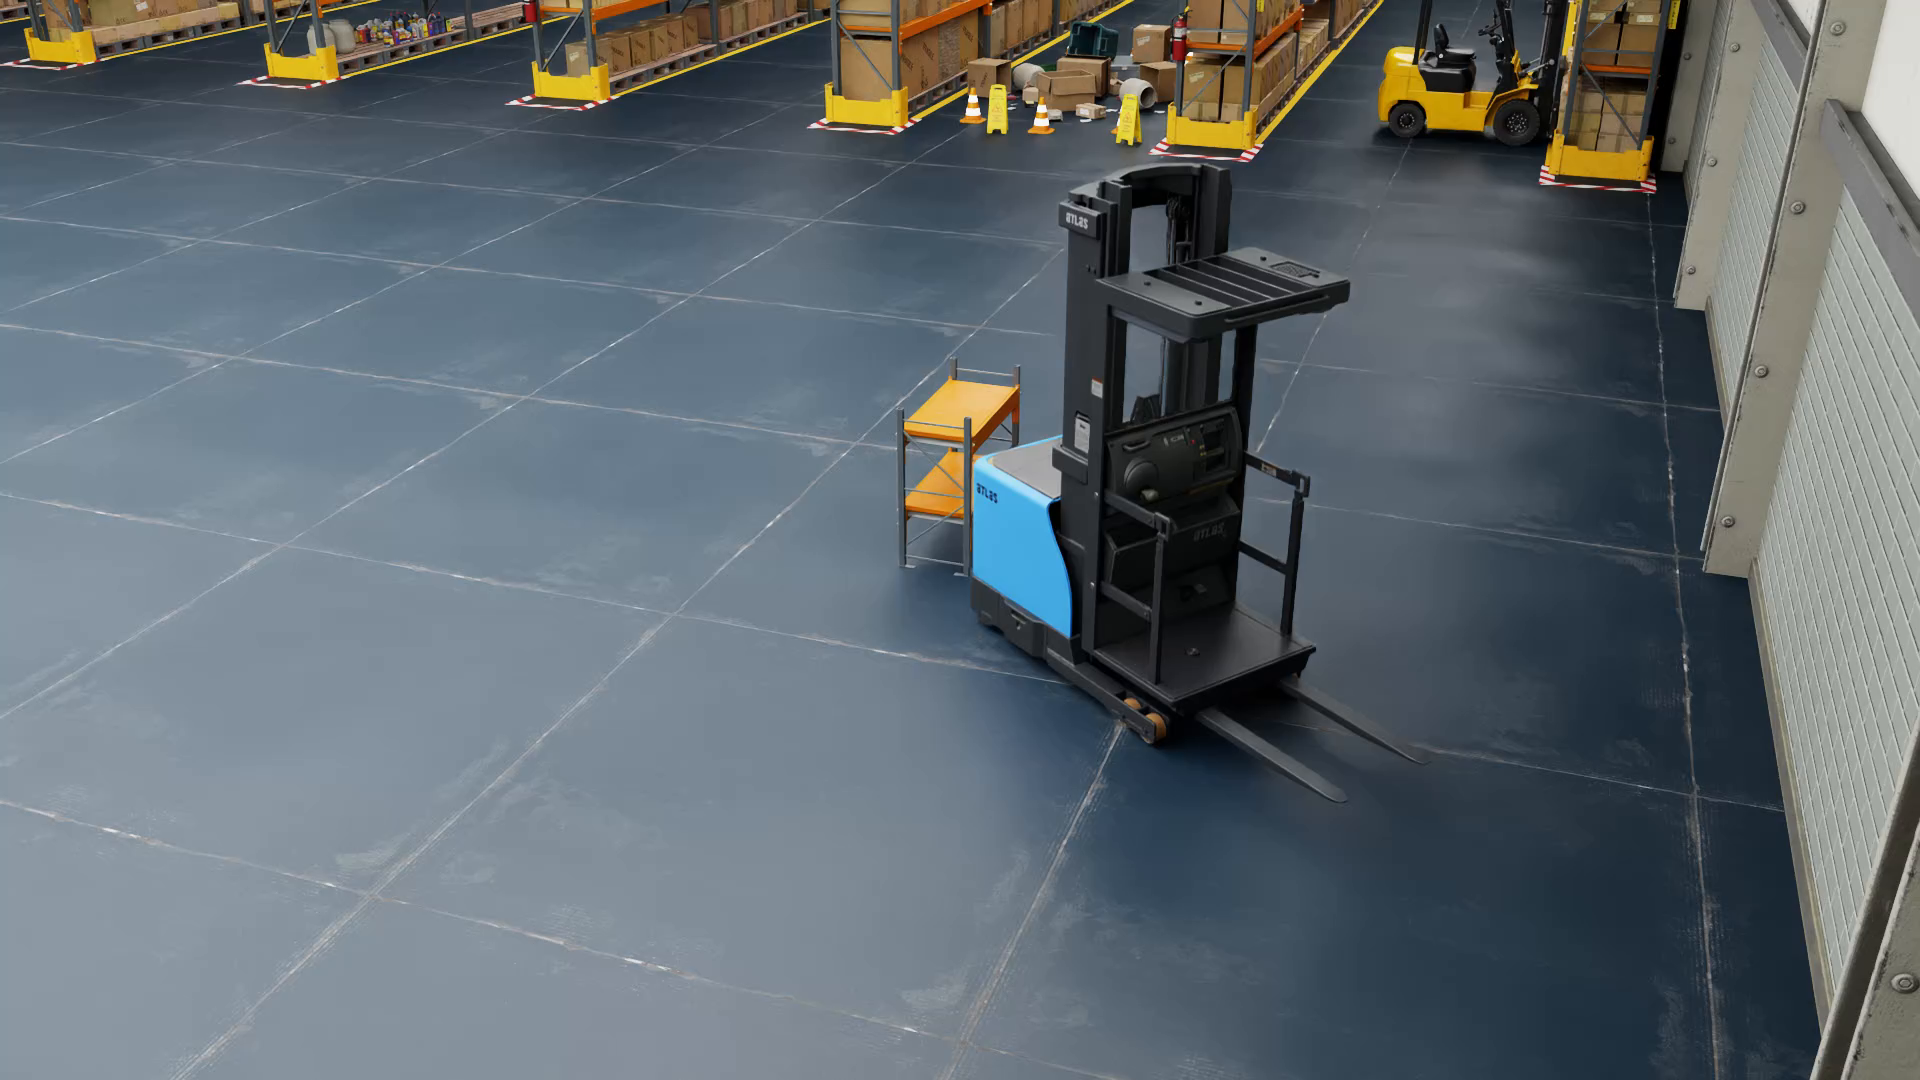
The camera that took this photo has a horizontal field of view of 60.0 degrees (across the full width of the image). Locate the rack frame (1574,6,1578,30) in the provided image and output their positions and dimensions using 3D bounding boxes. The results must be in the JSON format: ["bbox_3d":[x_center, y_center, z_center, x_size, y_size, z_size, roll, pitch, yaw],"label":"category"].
[{"bbox_3d":[12.049,-10.905,30.555,1.000,3.000,0.127,9,27,17],"label":"rack frame"}]

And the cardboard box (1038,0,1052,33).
[{"bbox_3d":[1.047,-9.595,29.949,1.050,0.750,0.750,8,27,17],"label":"cardboard box"}]

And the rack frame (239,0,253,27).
[{"bbox_3d":[-13.980,-11.211,31.187,1.000,3.000,0.127,9,27,17],"label":"rack frame"}]

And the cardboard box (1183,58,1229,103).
[{"bbox_3d":[3.395,-6.348,22.956,0.500,0.500,0.500,9,27,18],"label":"cardboard box"}]

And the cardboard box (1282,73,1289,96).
[{"bbox_3d":[4.594,-6.785,24.719,0.500,0.250,0.500,8,27,16],"label":"cardboard box"}]

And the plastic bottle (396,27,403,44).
[{"bbox_3d":[-9.630,-8.658,28.540,0.097,0.271,0.097,0,26,0],"label":"plastic bottle"}]

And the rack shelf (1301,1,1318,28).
[{"bbox_3d":[5.371,-8.834,27.103,1.077,0.370,4.000,9,27,17],"label":"rack shelf"}]

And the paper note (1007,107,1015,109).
[{"bbox_3d":[0.782,-6.413,24.685,0.144,0.017,0.142,20,32,35],"label":"paper note"}]

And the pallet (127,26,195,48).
[{"bbox_3d":[-14.689,-9.132,30.093,1.003,0.211,1.213,9,27,17],"label":"pallet"}]

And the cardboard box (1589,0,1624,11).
[{"bbox_3d":[7.977,-6.623,20.509,0.380,0.149,0.250,9,27,18],"label":"cardboard box"}]

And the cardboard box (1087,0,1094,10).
[{"bbox_3d":[2.311,-10.602,32.316,0.500,0.500,0.500,8,27,16],"label":"cardboard box"}]

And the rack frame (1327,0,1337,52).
[{"bbox_3d":[6.036,-9.980,28.643,1.000,3.000,0.127,9,27,17],"label":"rack frame"}]

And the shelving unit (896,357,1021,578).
[{"bbox_3d":[0.002,-0.509,11.234,0.538,1.125,1.048,9,27,17],"label":"shelving unit"}]

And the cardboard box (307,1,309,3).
[{"bbox_3d":[-13.101,-10.925,33.268,0.500,0.250,0.500,9,27,18],"label":"cardboard box"}]

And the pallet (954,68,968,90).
[{"bbox_3d":[-0.323,-7.456,26.631,1.003,0.211,1.213,9,27,17],"label":"pallet"}]

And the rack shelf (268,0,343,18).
[{"bbox_3d":[-9.976,-9.346,28.159,1.077,0.370,4.000,9,27,17],"label":"rack shelf"}]

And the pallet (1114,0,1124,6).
[{"bbox_3d":[2.856,-11.326,34.624,1.003,0.211,1.213,9,27,17],"label":"pallet"}]

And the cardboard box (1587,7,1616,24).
[{"bbox_3d":[7.907,-6.494,20.585,0.380,0.149,0.250,9,27,18],"label":"cardboard box"}]

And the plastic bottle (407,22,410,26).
[{"bbox_3d":[-9.583,-8.898,29.021,0.061,0.283,0.133,9,27,17],"label":"plastic bottle"}]

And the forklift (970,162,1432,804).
[{"bbox_3d":[1.312,-0.436,9.011,1.130,2.935,3.031,-17,30,-31],"label":"forklift"}]

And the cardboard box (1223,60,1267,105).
[{"bbox_3d":[3.911,-6.282,22.820,0.500,0.500,0.500,8,27,16],"label":"cardboard box"}]

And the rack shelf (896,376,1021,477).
[{"bbox_3d":[0.002,-0.772,11.107,0.538,0.278,1.000,9,27,17],"label":"rack shelf"}]

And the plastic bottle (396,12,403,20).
[{"bbox_3d":[-9.970,-9.226,29.621,0.144,0.351,0.185,10,27,19],"label":"plastic bottle"}]

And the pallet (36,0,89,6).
[{"bbox_3d":[-18.395,-10.993,33.936,1.003,0.211,1.213,9,27,17],"label":"pallet"}]

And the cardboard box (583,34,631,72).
[{"bbox_3d":[-5.581,-7.698,26.317,0.500,0.500,0.500,17,30,31],"label":"cardboard box"}]

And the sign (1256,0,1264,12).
[{"bbox_3d":[3.886,-7.003,21.502,0.100,0.325,0.005,9,27,17],"label":"sign"}]

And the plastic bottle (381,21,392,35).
[{"bbox_3d":[-10.027,-8.929,29.093,0.152,0.276,0.135,9,27,17],"label":"plastic bottle"}]

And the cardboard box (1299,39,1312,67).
[{"bbox_3d":[5.114,-7.854,26.787,0.950,0.372,0.625,11,28,21],"label":"cardboard box"}]

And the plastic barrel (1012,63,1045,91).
[{"bbox_3d":[1.073,-7.164,25.784,0.421,0.421,0.512,-14,29,-27],"label":"plastic barrel"}]

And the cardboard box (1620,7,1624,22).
[{"bbox_3d":[8.799,-6.607,21.563,0.500,0.500,0.500,8,27,17],"label":"cardboard box"}]

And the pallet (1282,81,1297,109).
[{"bbox_3d":[4.515,-6.800,25.276,1.003,0.211,1.213,9,27,17],"label":"pallet"}]

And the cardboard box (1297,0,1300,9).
[{"bbox_3d":[4.886,-8.047,24.939,0.380,0.149,0.250,8,27,17],"label":"cardboard box"}]

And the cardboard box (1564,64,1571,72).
[{"bbox_3d":[8.414,-6.237,22.438,0.500,0.250,0.500,8,27,16],"label":"cardboard box"}]

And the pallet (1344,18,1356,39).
[{"bbox_3d":[6.777,-9.537,30.930,1.003,0.211,1.213,9,27,17],"label":"pallet"}]

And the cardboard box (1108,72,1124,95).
[{"bbox_3d":[2.410,-7.082,25.796,0.258,0.266,0.396,-9,27,-18],"label":"cardboard box"}]

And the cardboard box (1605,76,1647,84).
[{"bbox_3d":[8.734,-5.955,21.857,0.500,0.250,0.500,9,27,17],"label":"cardboard box"}]

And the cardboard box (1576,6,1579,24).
[{"bbox_3d":[8.993,-7.518,23.445,0.500,0.500,0.500,8,27,16],"label":"cardboard box"}]

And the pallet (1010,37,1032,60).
[{"bbox_3d":[0.594,-8.588,28.969,1.003,0.211,1.213,9,27,17],"label":"pallet"}]

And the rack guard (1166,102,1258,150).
[{"bbox_3d":[3.399,-5.598,22.463,1.175,0.500,0.348,9,27,17],"label":"rack guard"}]

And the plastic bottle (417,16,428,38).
[{"bbox_3d":[-9.424,-8.979,29.112,0.144,0.351,0.185,9,27,17],"label":"plastic bottle"}]

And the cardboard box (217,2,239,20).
[{"bbox_3d":[-13.929,-9.940,31.235,0.500,0.250,0.500,9,27,17],"label":"cardboard box"}]

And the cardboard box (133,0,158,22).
[{"bbox_3d":[-14.604,-9.458,29.378,0.500,0.500,0.500,9,27,17],"label":"cardboard box"}]

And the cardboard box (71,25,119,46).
[{"bbox_3d":[-14.923,-8.707,28.688,0.500,0.250,0.500,9,27,17],"label":"cardboard box"}]

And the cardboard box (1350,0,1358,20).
[{"bbox_3d":[6.943,-10.218,31.091,0.875,0.875,0.875,10,27,19],"label":"cardboard box"}]

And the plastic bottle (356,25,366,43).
[{"bbox_3d":[-10.334,-8.738,28.699,0.152,0.276,0.135,9,27,18],"label":"plastic bottle"}]

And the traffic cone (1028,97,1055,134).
[{"bbox_3d":[1.141,-5.935,23.201,0.336,0.463,0.334,9,27,17],"label":"traffic cone"}]

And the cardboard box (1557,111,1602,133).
[{"bbox_3d":[7.923,-5.396,21.275,0.500,0.250,0.500,8,27,17],"label":"cardboard box"}]

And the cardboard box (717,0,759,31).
[{"bbox_3d":[-4.053,-9.519,30.054,0.700,0.500,0.500,6,27,13],"label":"cardboard box"}]

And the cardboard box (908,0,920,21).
[{"bbox_3d":[-1.084,-7.824,24.019,0.875,0.550,0.550,9,27,17],"label":"cardboard box"}]

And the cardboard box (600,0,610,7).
[{"bbox_3d":[-5.550,-8.199,25.253,0.380,0.149,0.250,9,27,17],"label":"cardboard box"}]

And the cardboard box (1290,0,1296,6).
[{"bbox_3d":[4.627,-8.084,24.271,0.500,0.500,0.500,10,27,19],"label":"cardboard box"}]

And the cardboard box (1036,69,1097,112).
[{"bbox_3d":[1.571,-6.658,24.647,0.797,0.503,0.637,-9,27,-18],"label":"cardboard box"}]

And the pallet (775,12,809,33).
[{"bbox_3d":[-3.570,-9.841,31.556,1.003,0.211,1.213,9,27,17],"label":"pallet"}]
